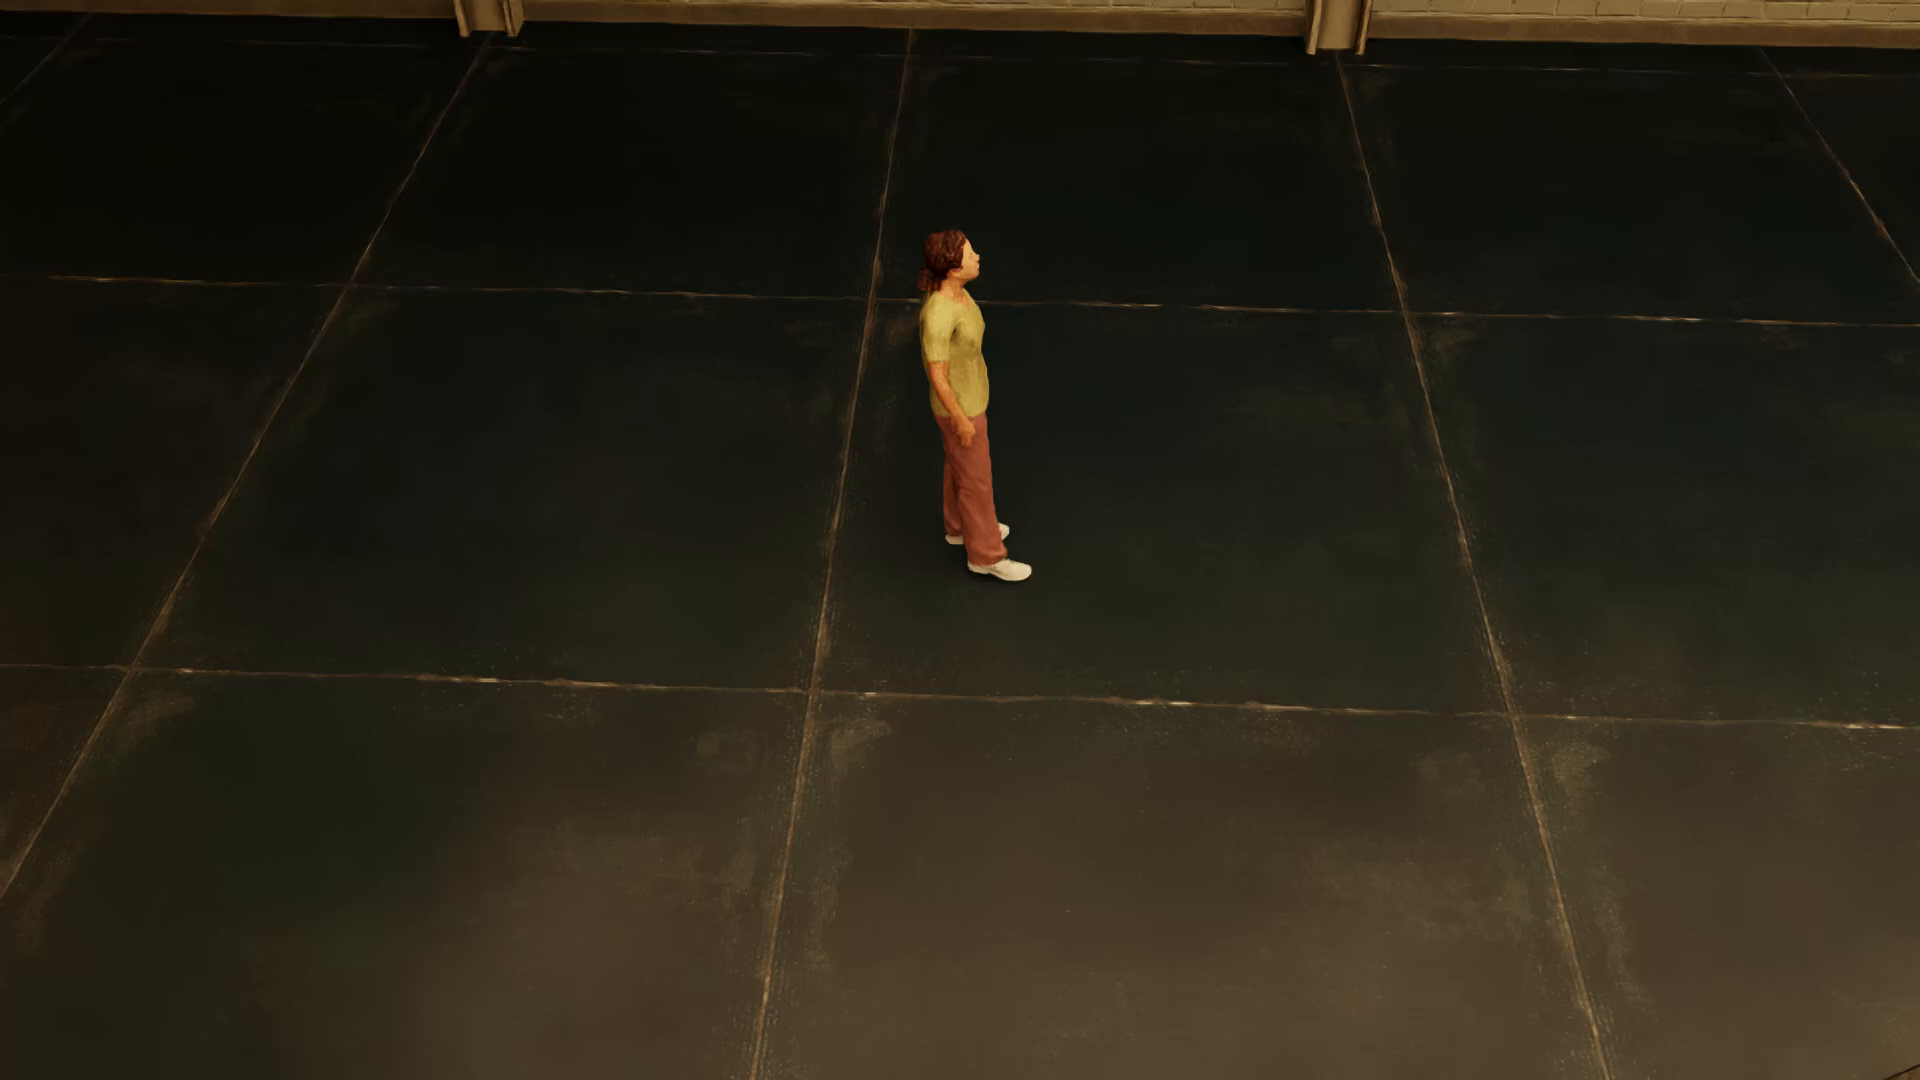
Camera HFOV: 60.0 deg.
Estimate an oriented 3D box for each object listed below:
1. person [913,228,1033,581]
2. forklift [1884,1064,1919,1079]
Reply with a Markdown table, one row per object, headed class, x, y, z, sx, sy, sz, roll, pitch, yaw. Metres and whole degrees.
| class | x | y | z | sx | sy | sz | roll | pitch | yaw |
| --- | --- | --- | --- | --- | --- | --- | --- | --- | --- |
| person | 0.073 | -0.615 | 7.336 | 0.548 | 1.674 | 0.554 | 2 | 42 | 2 |
| forklift | 2.047 | 2.348 | 3.171 | 1.130 | 2.935 | 3.031 | -15 | 45 | -16 |
